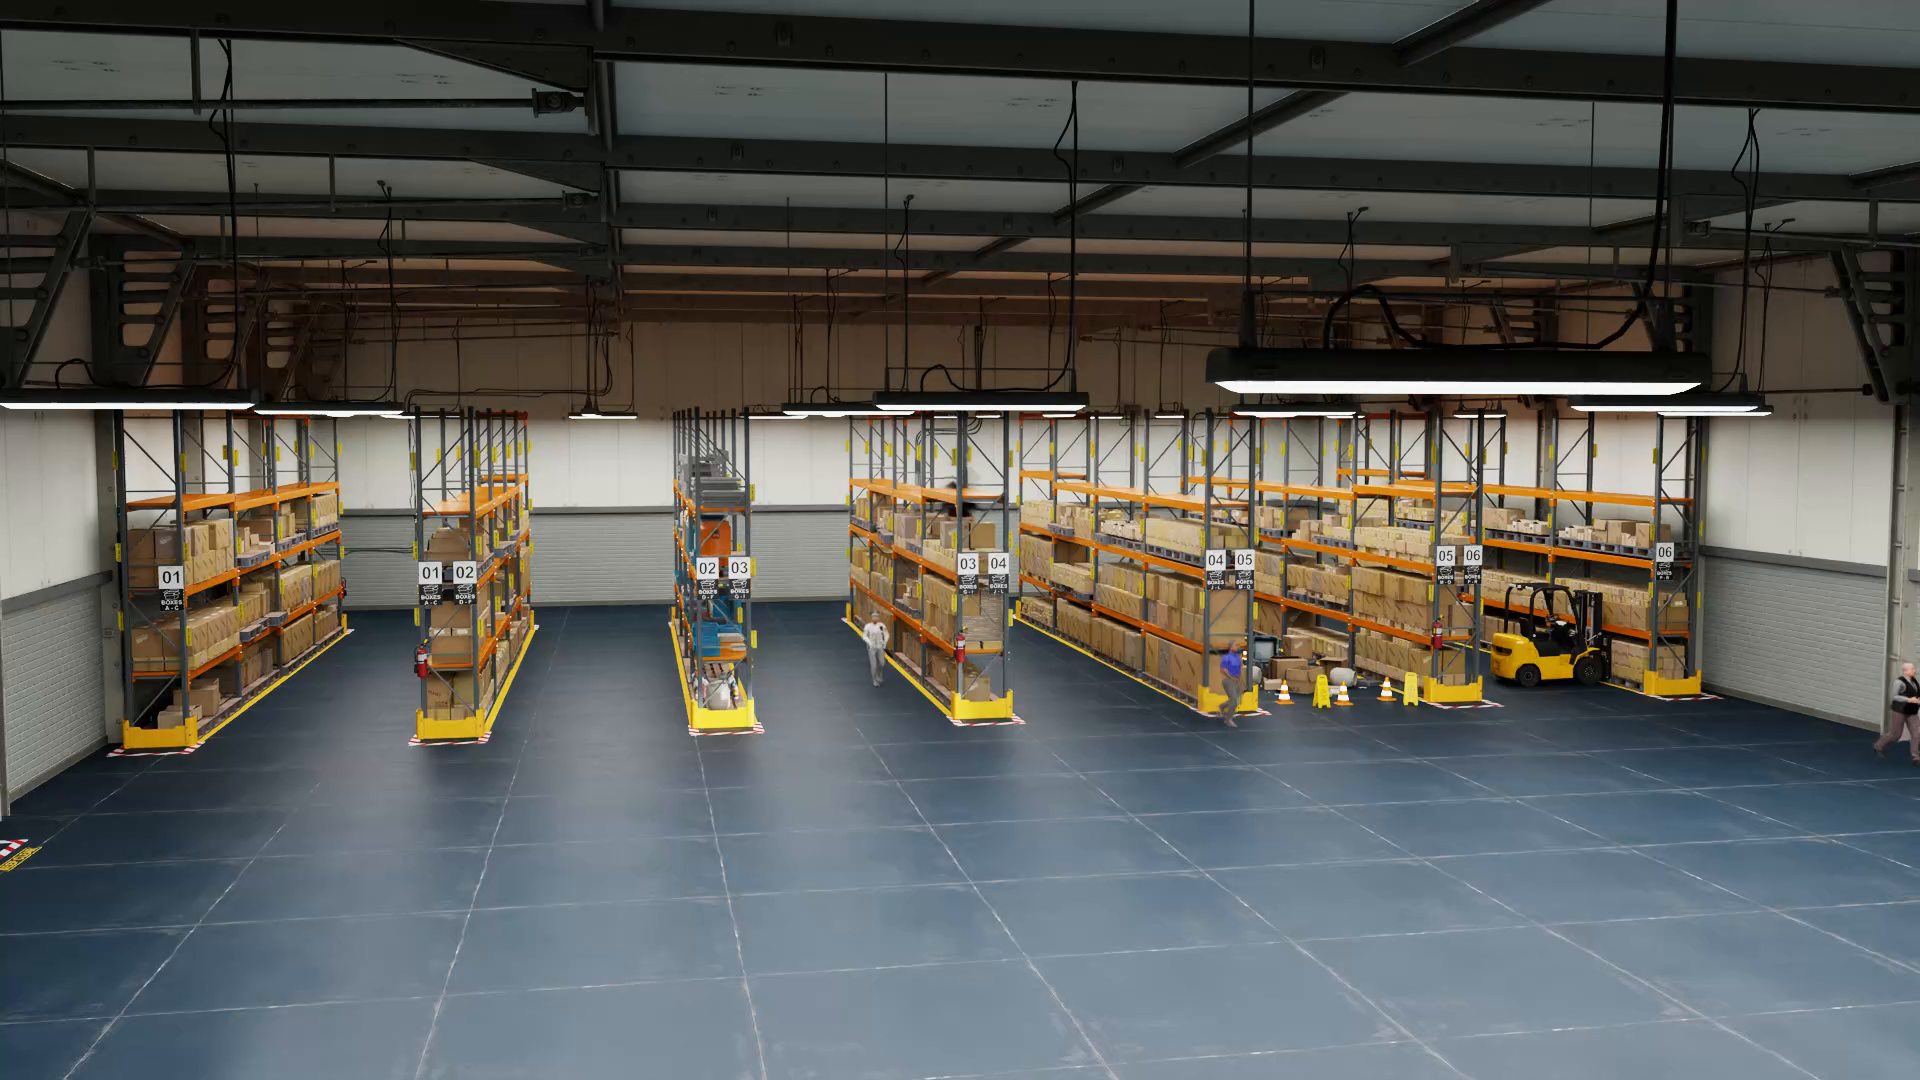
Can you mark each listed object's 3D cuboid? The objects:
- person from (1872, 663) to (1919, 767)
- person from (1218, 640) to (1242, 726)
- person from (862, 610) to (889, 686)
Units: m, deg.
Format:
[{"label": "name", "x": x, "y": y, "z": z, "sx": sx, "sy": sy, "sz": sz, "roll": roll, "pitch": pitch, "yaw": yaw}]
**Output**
[{"label": "person", "x": 15.666, "y": 2.885, "z": 27.631, "sx": 0.632, "sy": 1.724, "sz": 0.954, "roll": -2, "pitch": 4, "yaw": -20}, {"label": "person", "x": 5.120, "y": 2.696, "z": 31.484, "sx": 0.609, "sy": 1.618, "sz": 0.578, "roll": -4, "pitch": 6, "yaw": -44}, {"label": "person", "x": -1.801, "y": 2.335, "z": 35.876, "sx": 0.589, "sy": 1.653, "sz": 0.528, "roll": -1, "pitch": 4, "yaw": -10}]
